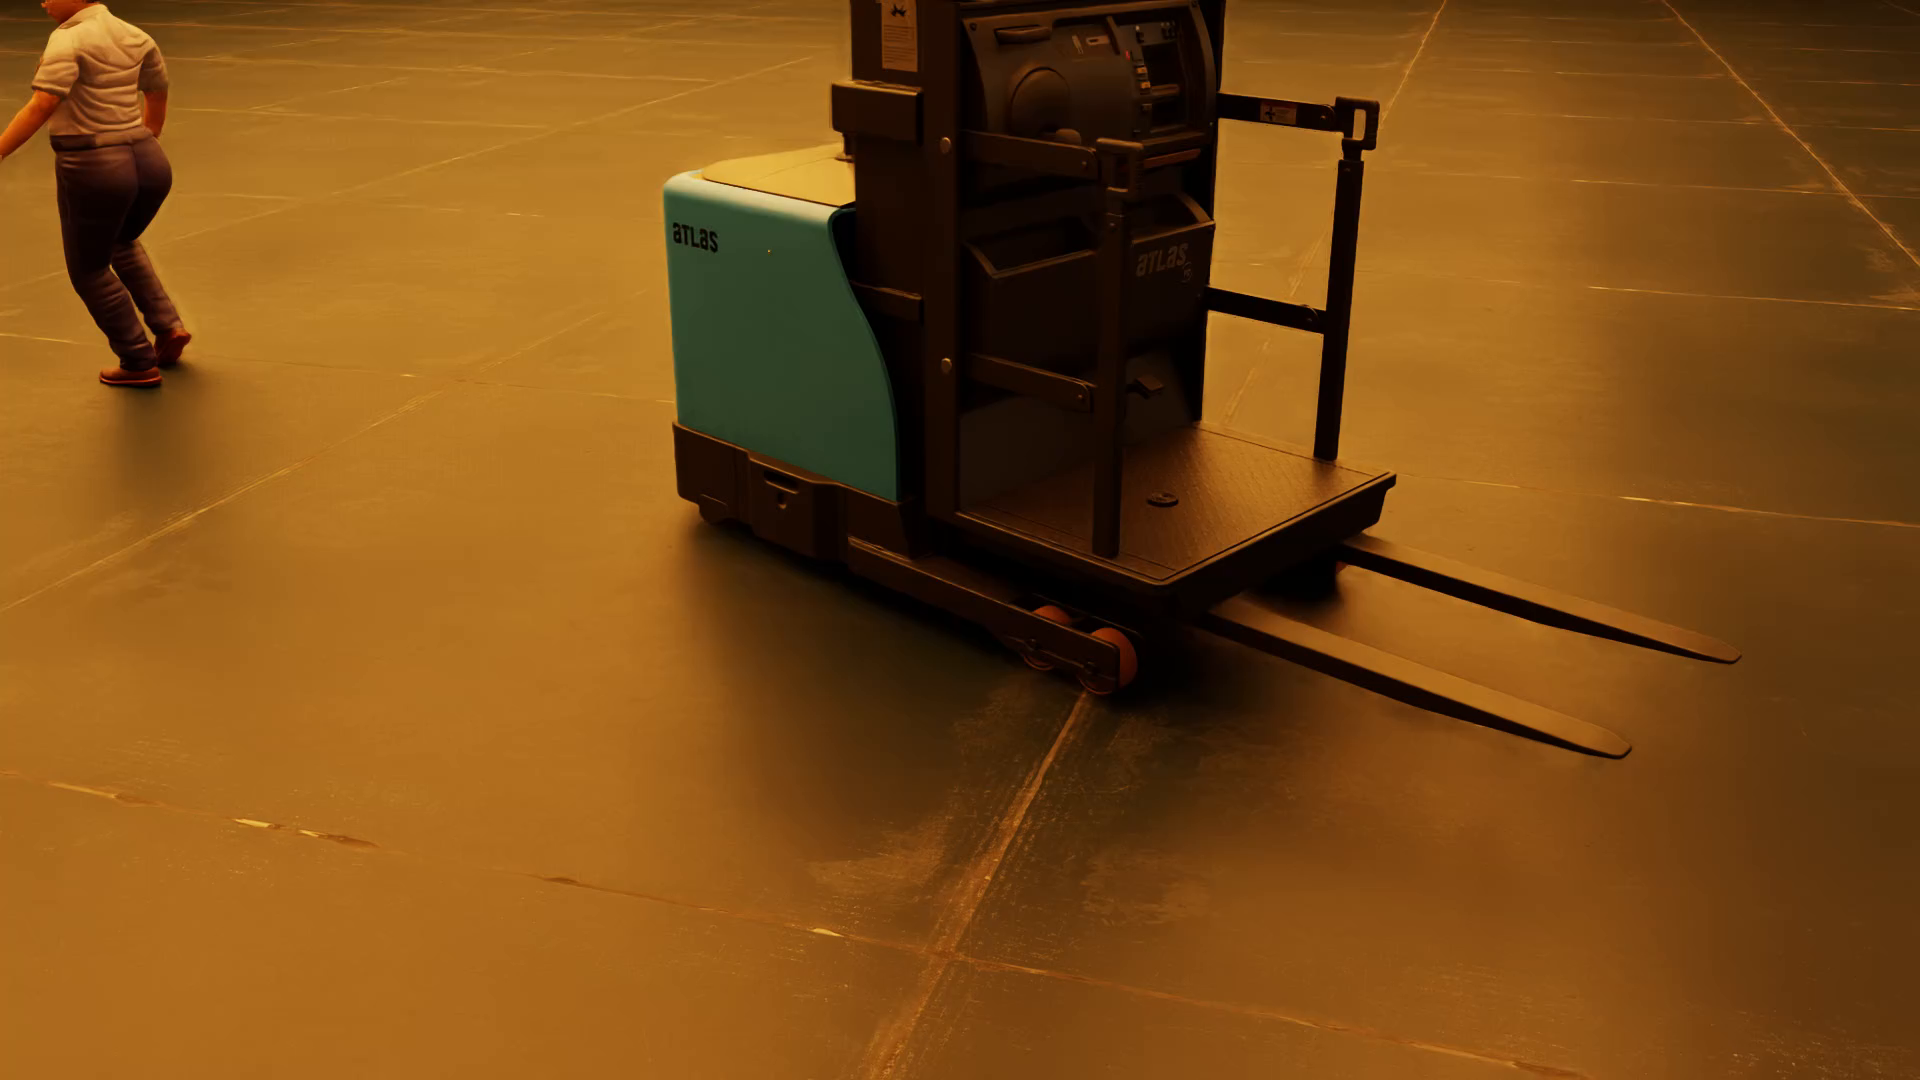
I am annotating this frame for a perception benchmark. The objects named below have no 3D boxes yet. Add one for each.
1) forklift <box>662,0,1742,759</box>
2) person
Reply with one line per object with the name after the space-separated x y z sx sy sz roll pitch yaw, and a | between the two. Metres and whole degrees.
0.507 -1.190 4.161 3.031 2.935 1.130 20 30 40 | forklift
-3.323 -1.374 6.376 0.463 1.660 0.785 8 24 20 | person
